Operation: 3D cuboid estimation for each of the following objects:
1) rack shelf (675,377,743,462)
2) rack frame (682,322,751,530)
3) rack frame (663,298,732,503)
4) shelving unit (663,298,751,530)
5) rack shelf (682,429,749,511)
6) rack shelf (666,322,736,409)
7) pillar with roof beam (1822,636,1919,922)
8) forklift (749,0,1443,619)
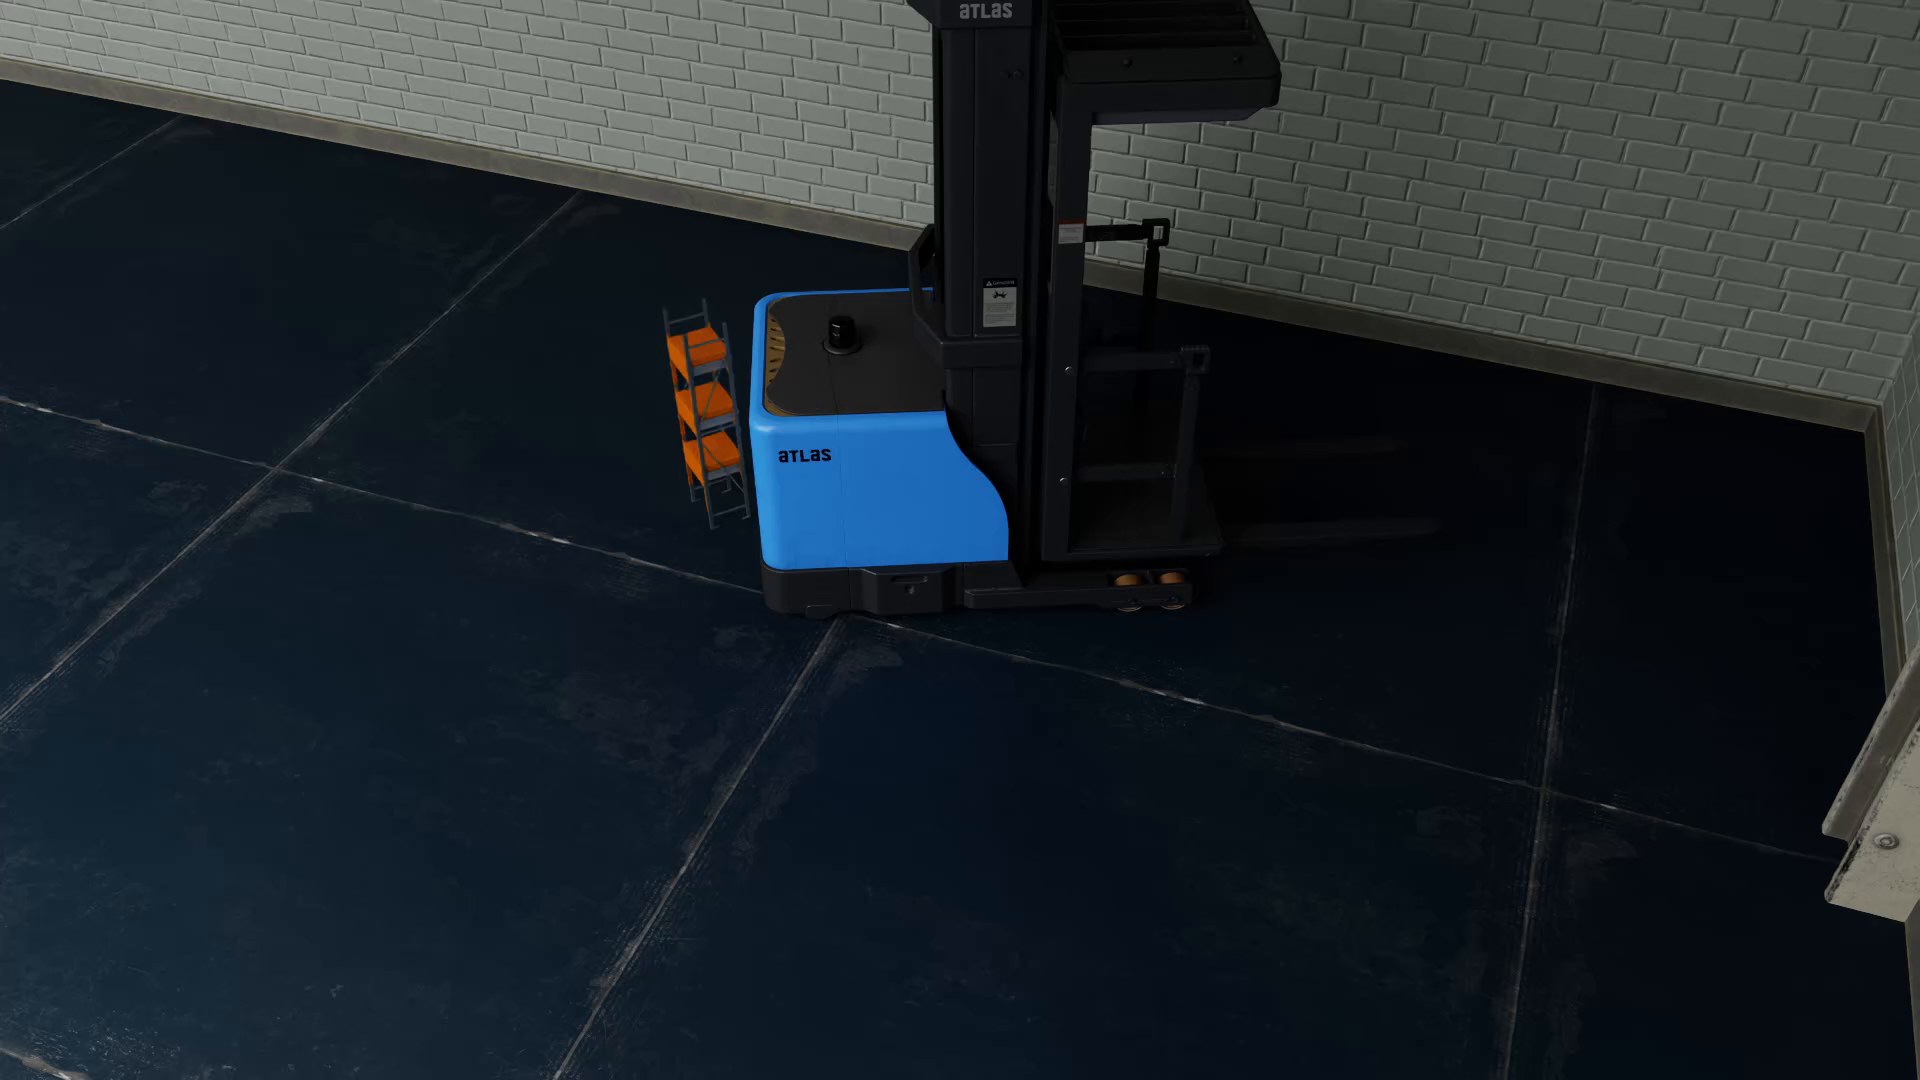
[{"bbox_3d":[-1.140,-0.550,7.547,0.215,0.259,0.240,-19,41,-21],"label":"rack shelf"},{"bbox_3d":[-1.083,-0.493,7.455,0.200,1.050,0.008,-19,41,-21],"label":"rack frame"},{"bbox_3d":[-1.198,-0.624,7.626,0.200,1.050,0.008,-19,41,-21],"label":"rack frame"},{"bbox_3d":[-1.141,-0.559,7.541,0.215,1.050,0.252,-19,41,-21],"label":"shelving unit"},{"bbox_3d":[-1.134,-0.331,7.718,0.215,0.259,0.240,-19,41,-21],"label":"rack shelf"},{"bbox_3d":[-1.147,-0.774,7.373,0.215,0.259,0.240,-19,41,-21],"label":"rack shelf"},{"bbox_3d":[-0.639,-3.131,4.440,9.100,9.000,0.400,13,42,15],"label":"pillar with roof beam"},{"bbox_3d":[0.623,-1.143,6.785,3.031,2.935,1.130,-3,41,-3],"label":"forklift"}]
